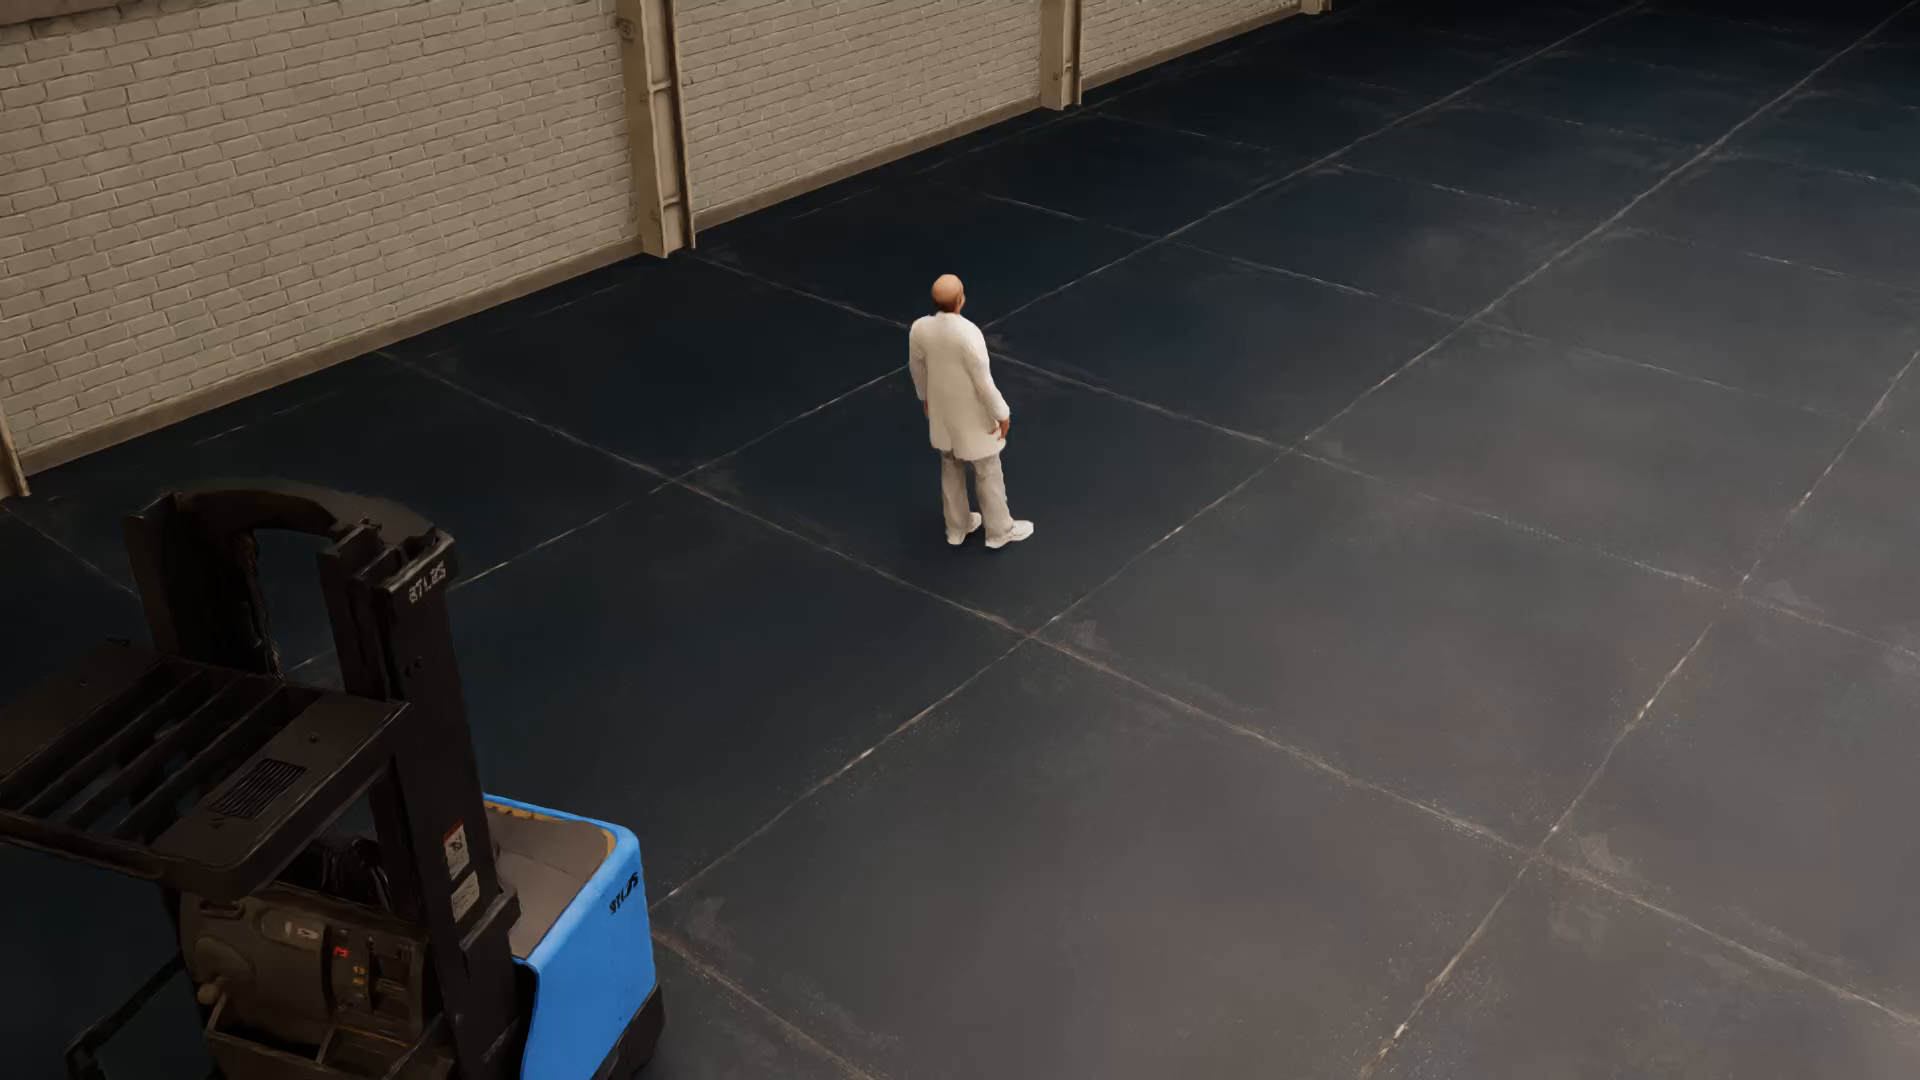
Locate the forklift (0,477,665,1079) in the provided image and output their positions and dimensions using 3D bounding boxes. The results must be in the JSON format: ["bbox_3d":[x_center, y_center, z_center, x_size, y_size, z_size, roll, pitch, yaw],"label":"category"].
[{"bbox_3d":[-2.187,1.408,5.185,1.130,2.935,3.031,10,32,16],"label":"forklift"}]

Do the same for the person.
[{"bbox_3d":[0.061,-0.808,10.106,0.694,1.776,0.579,22,37,33],"label":"person"}]
